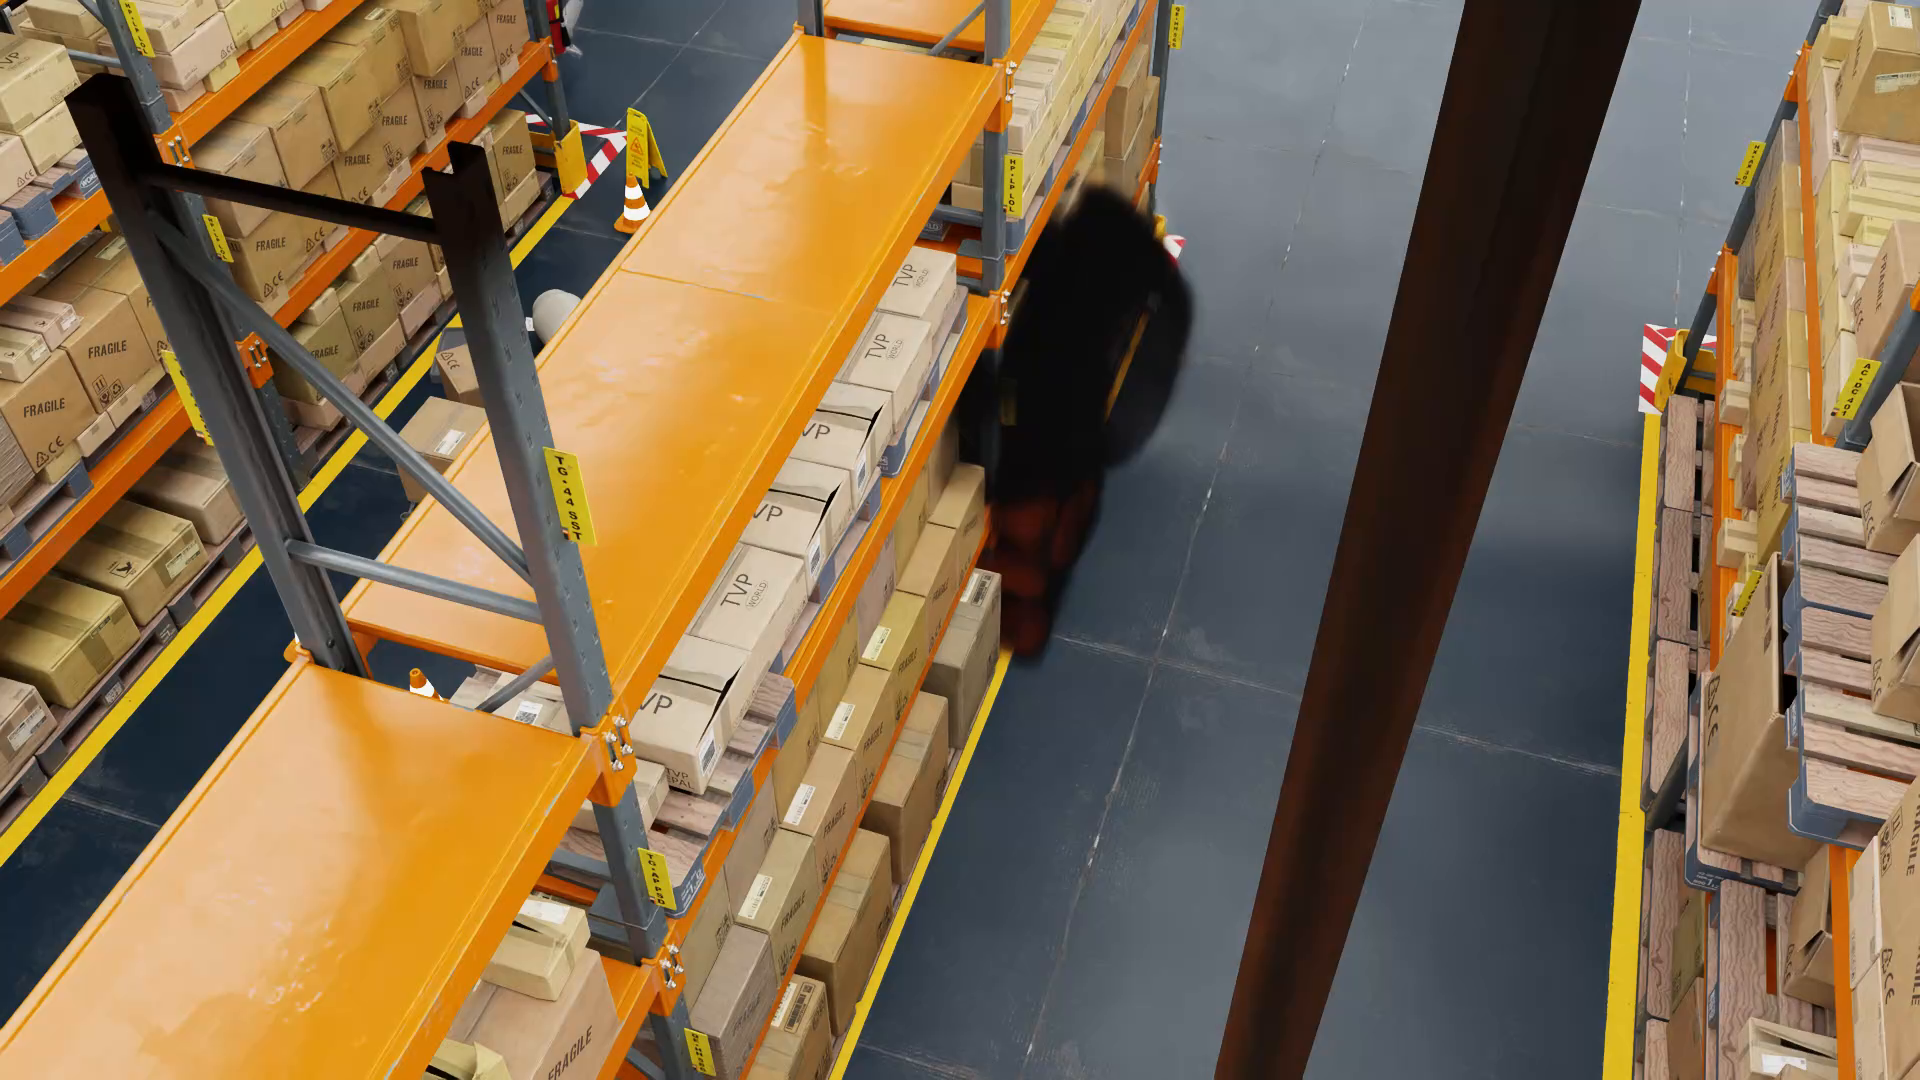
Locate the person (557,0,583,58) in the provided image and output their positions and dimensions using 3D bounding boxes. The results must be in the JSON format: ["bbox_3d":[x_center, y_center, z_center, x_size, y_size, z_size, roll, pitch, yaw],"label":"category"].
[{"bbox_3d":[-3.755,-5.200,15.085,0.641,1.612,0.680,7,46,7],"label":"person"}]
